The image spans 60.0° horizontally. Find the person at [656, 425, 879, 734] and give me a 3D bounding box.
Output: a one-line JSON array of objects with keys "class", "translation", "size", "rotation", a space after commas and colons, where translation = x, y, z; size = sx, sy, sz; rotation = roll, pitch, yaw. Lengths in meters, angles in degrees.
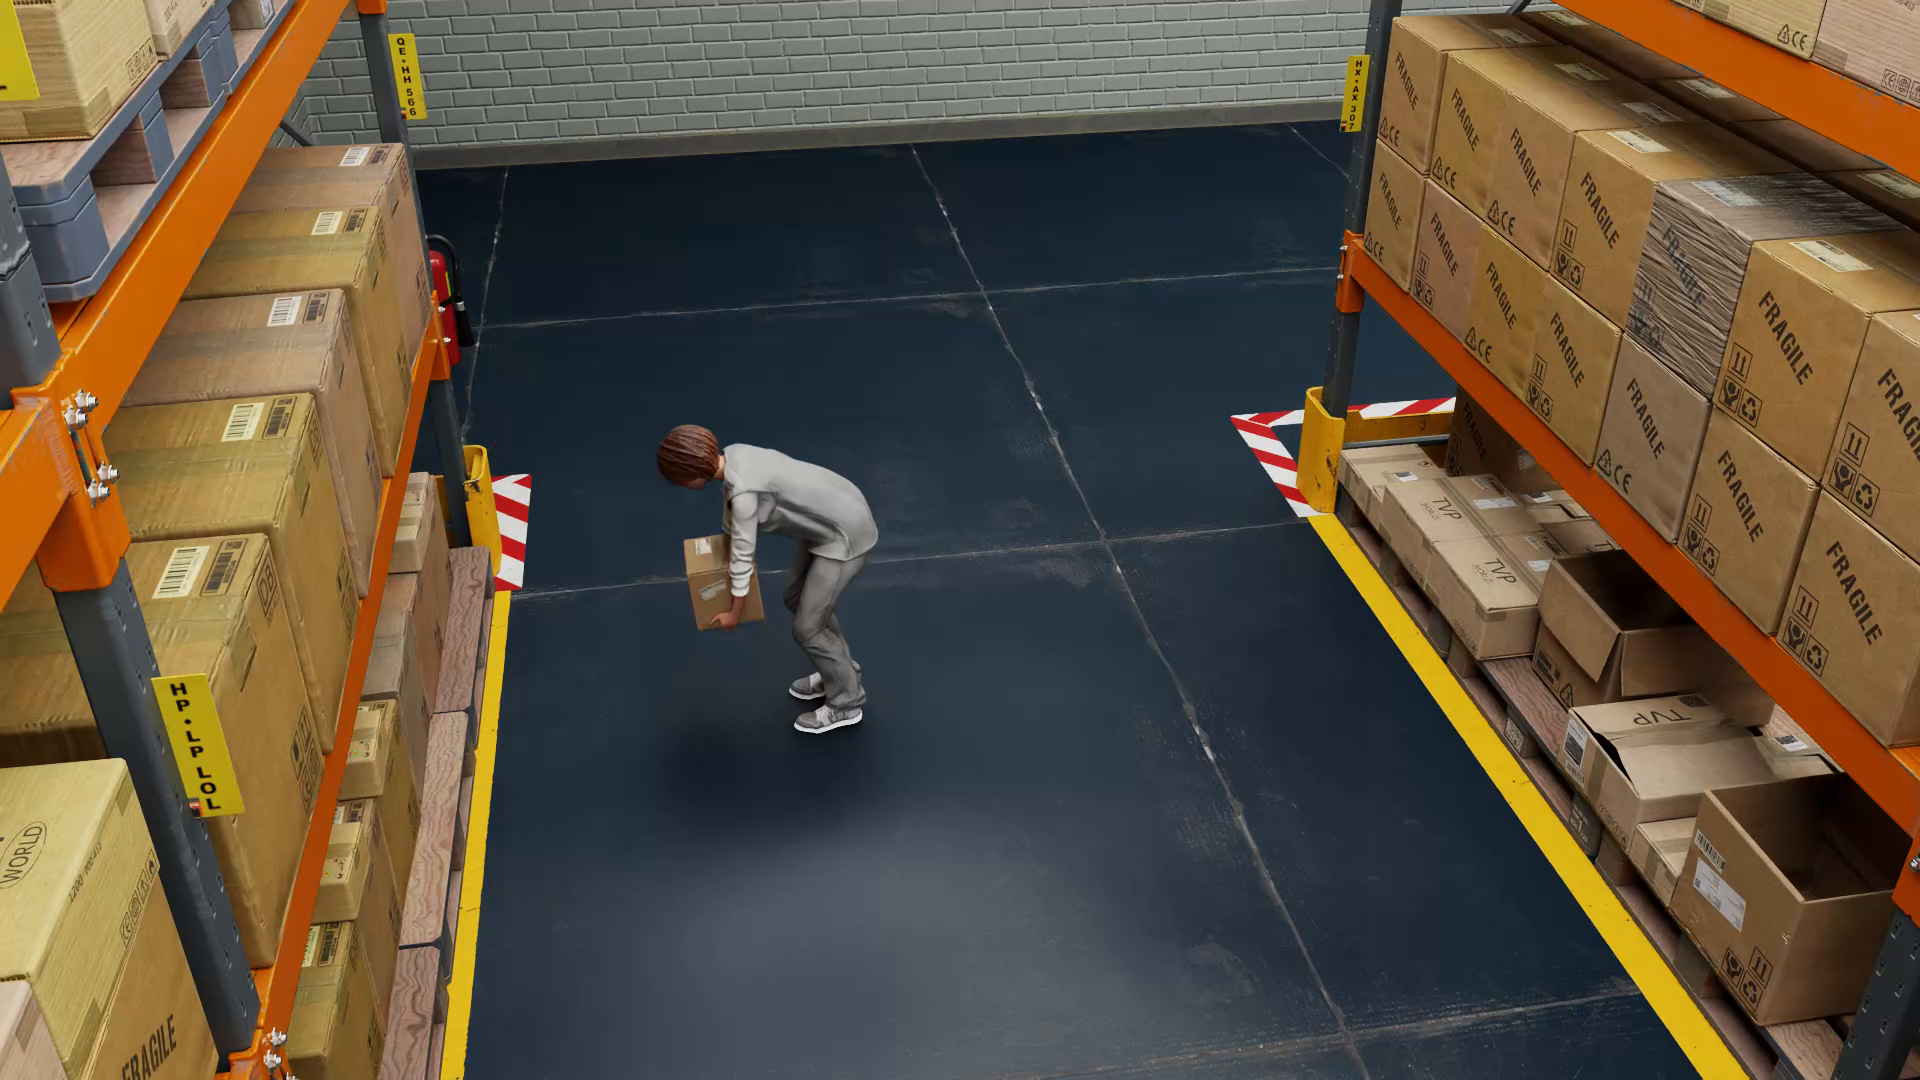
[{"class": "person", "translation": [-0.693, 0.130, 6.225], "size": [0.780, 1.293, 0.386], "rotation": [-6, 32, -10]}]
